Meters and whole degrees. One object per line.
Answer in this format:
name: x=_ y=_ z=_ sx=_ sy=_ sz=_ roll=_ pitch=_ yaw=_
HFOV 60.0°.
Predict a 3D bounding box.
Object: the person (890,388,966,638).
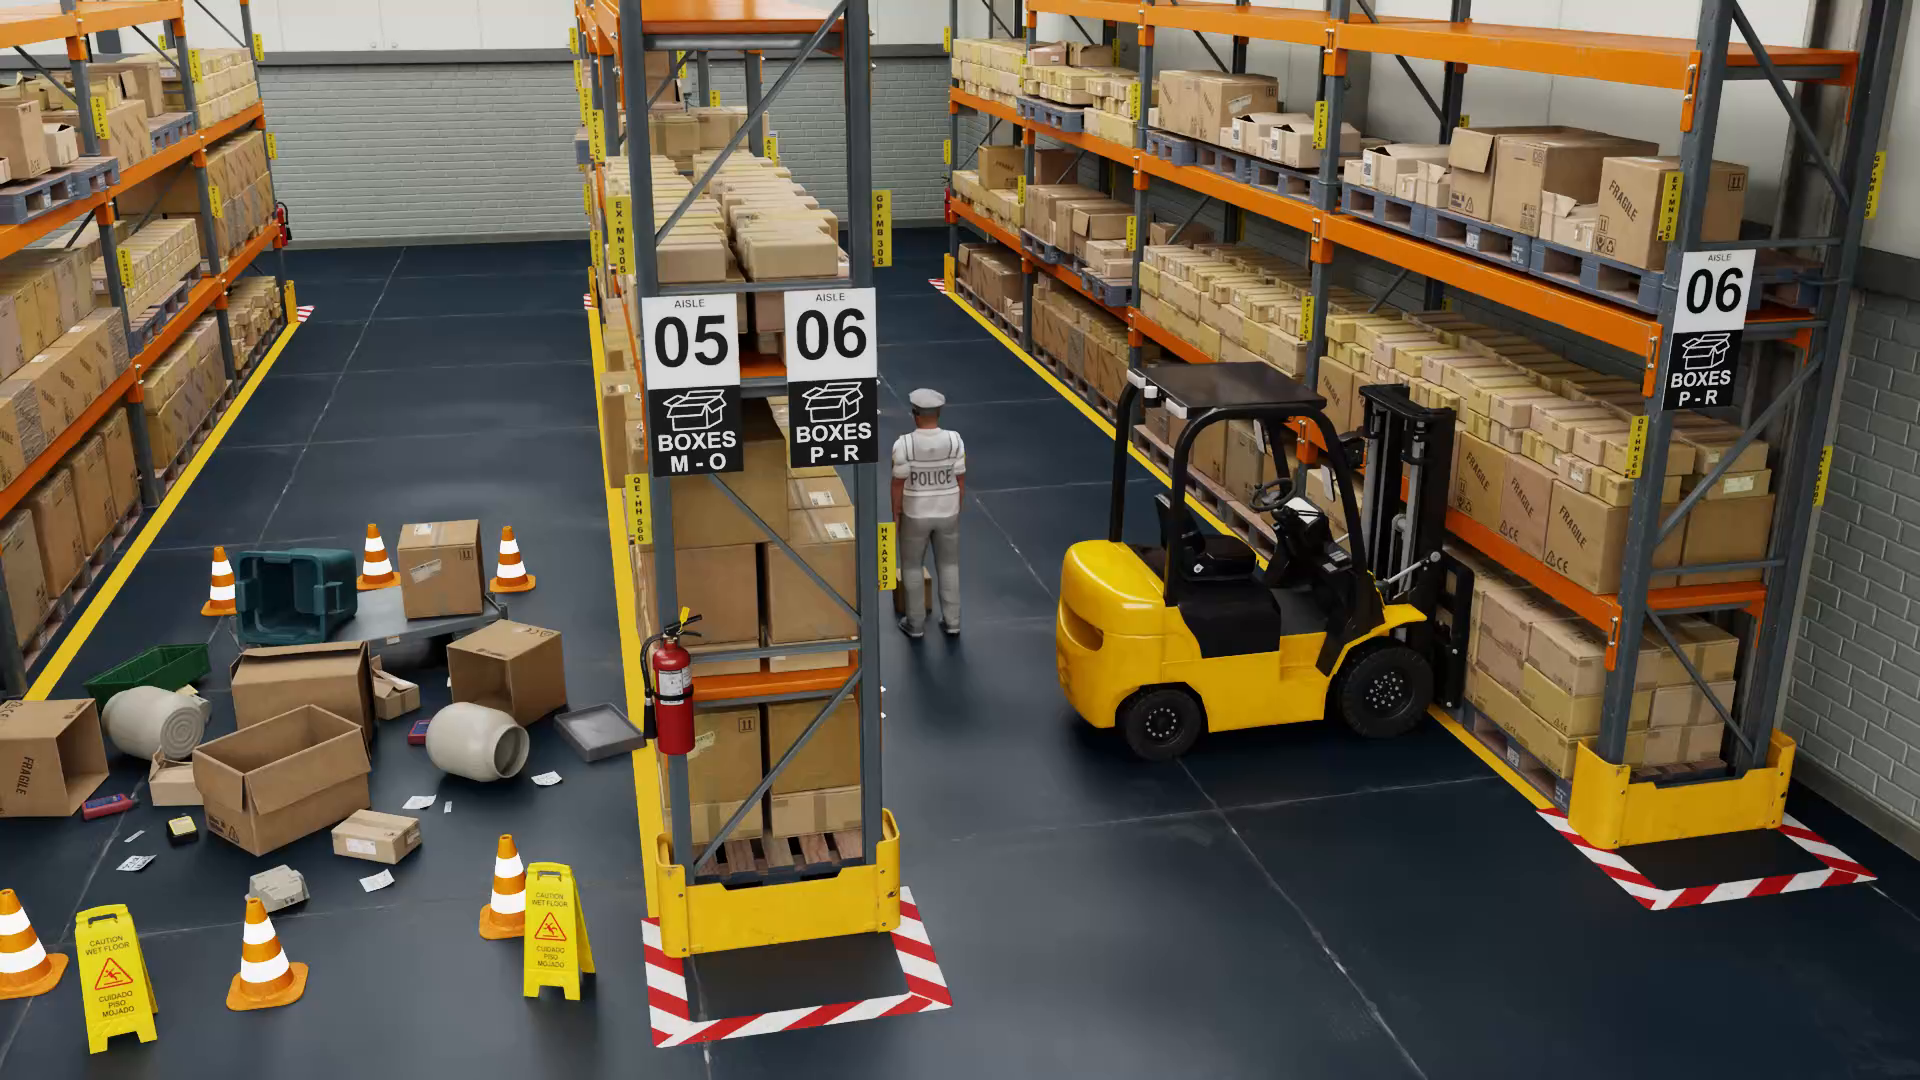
person: x=-0.234 y=-0.179 z=11.585 sx=0.526 sy=1.778 sz=0.393 roll=-5 pitch=20 yaw=-15
